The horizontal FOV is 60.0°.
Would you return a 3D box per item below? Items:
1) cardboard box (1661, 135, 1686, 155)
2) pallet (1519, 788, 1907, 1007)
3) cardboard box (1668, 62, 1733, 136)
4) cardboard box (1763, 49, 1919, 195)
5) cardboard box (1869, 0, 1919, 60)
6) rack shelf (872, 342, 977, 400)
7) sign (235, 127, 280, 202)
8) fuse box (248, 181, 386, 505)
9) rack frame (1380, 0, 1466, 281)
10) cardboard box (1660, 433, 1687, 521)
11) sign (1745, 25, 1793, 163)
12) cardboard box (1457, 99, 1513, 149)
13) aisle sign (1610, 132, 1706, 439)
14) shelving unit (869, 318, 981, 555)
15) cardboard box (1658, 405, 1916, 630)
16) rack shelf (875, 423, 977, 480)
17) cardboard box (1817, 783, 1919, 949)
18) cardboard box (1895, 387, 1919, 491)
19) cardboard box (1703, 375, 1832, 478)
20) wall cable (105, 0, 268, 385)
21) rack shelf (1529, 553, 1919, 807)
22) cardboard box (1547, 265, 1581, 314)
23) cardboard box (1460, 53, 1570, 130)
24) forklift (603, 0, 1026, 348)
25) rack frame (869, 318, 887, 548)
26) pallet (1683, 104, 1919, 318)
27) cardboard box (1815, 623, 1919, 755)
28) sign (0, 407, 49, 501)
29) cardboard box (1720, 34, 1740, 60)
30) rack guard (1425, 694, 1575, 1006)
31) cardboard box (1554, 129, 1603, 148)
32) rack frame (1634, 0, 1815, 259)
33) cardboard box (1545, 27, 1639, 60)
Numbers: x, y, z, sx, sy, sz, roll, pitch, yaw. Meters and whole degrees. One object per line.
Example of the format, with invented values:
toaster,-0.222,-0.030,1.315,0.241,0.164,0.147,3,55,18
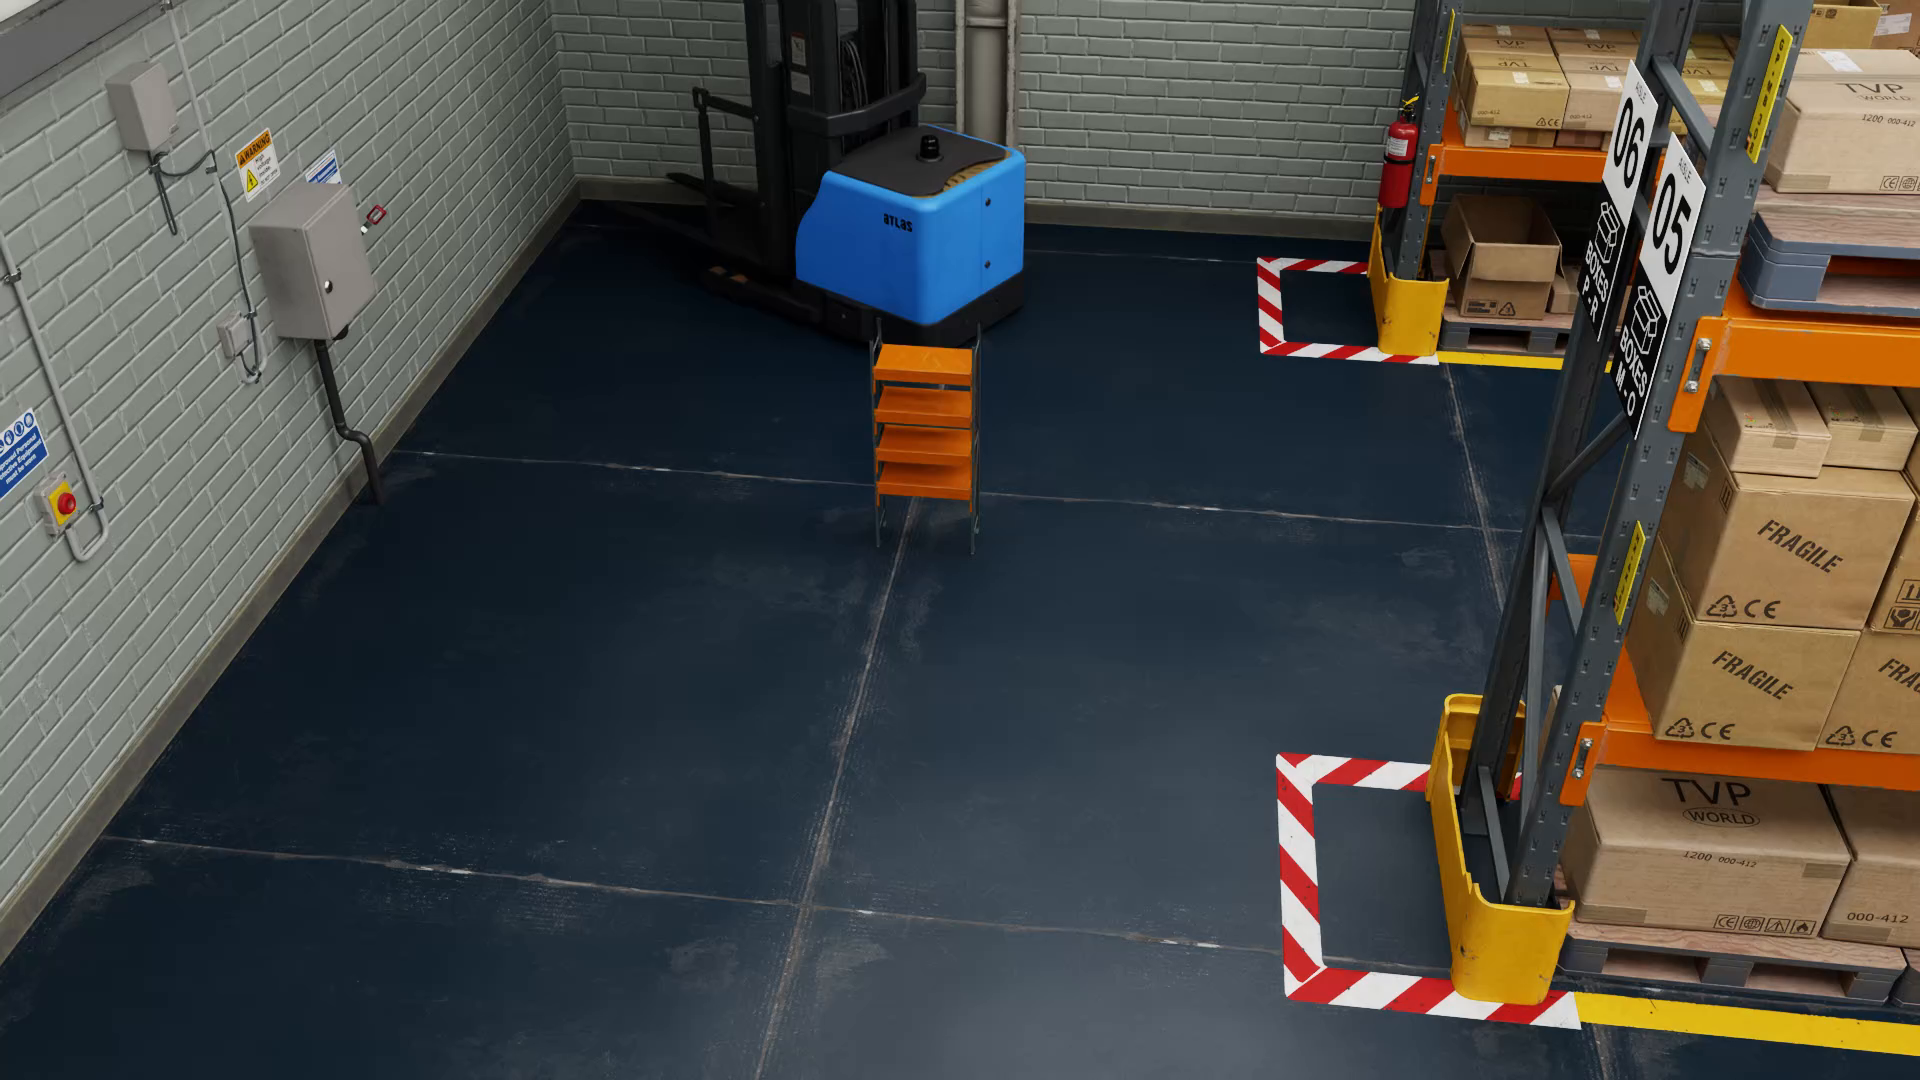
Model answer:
cardboard box,4.065,-2.346,9.529,0.250,0.149,0.380,5,36,7
pallet,2.918,1.316,6.581,1.213,0.211,1.003,4,36,6
cardboard box,4.162,-2.491,9.389,0.500,0.250,0.500,4,36,5
cardboard box,2.573,-1.223,4.838,0.500,0.250,0.500,1,36,2
cardboard box,5.267,-3.026,9.492,0.500,0.500,0.500,3,36,5
rack shelf,-0.164,-0.820,8.047,0.480,0.148,0.258,4,36,6
sign,-3.281,-1.756,7.774,0.001,0.242,0.339,4,36,6
fuse box,-3.069,-0.912,8.411,0.414,1.711,0.539,4,36,6
rack frame,2.743,-2.693,9.798,0.127,3.000,1.000,4,36,6
cardboard box,2.623,-0.382,5.613,0.500,0.500,0.500,5,36,8
sign,2.038,-1.122,4.195,0.005,0.325,0.100,4,36,6
cardboard box,3.034,-2.408,9.616,0.250,0.149,0.380,4,36,6
aisle sign,2.006,-0.729,4.809,0.004,0.787,0.394,4,36,6
shelving unit,-0.164,-0.501,8.276,0.503,1.200,0.258,4,36,6
cardboard box,2.555,-0.081,5.191,0.500,0.500,0.500,4,36,5
rack shelf,-0.164,-0.446,8.315,0.480,0.148,0.258,4,36,6
cardboard box,3.691,1.093,6.337,0.875,0.438,0.875,5,36,7
cardboard box,2.944,-0.295,4.933,0.250,0.149,0.380,5,36,7
cardboard box,2.432,-0.359,5.022,0.250,0.149,0.380,5,36,7
wall cable,-3.312,-1.468,7.207,0.122,1.984,0.588,4,36,6
rack shelf,4.098,0.608,5.792,4.000,0.370,1.077,4,36,6
cardboard box,3.754,-1.550,10.289,0.250,0.149,0.380,3,36,4
cardboard box,3.159,-2.564,9.491,0.500,0.250,0.500,4,36,6
forklift,-1.066,-2.963,10.235,3.031,2.935,1.130,24,42,30
rack frame,-0.406,-0.519,8.301,0.015,1.200,0.240,4,36,6
pallet,2.852,-0.969,4.876,1.213,0.211,1.003,4,36,6
cardboard box,3.060,0.349,5.450,0.500,0.500,0.500,4,36,5
sign,-3.548,-0.323,6.245,0.001,0.218,0.327,4,36,6
cardboard box,4.754,-2.755,9.758,0.500,0.250,0.500,4,36,6
rack guard,2.091,1.183,6.519,0.348,0.500,1.175,4,36,6
cardboard box,3.558,-2.417,9.627,0.250,0.149,0.380,4,36,5
rack frame,2.115,-2.275,4.048,0.127,3.000,1.000,4,36,6
cardboard box,3.745,-2.833,9.868,0.500,0.250,0.500,4,36,6
